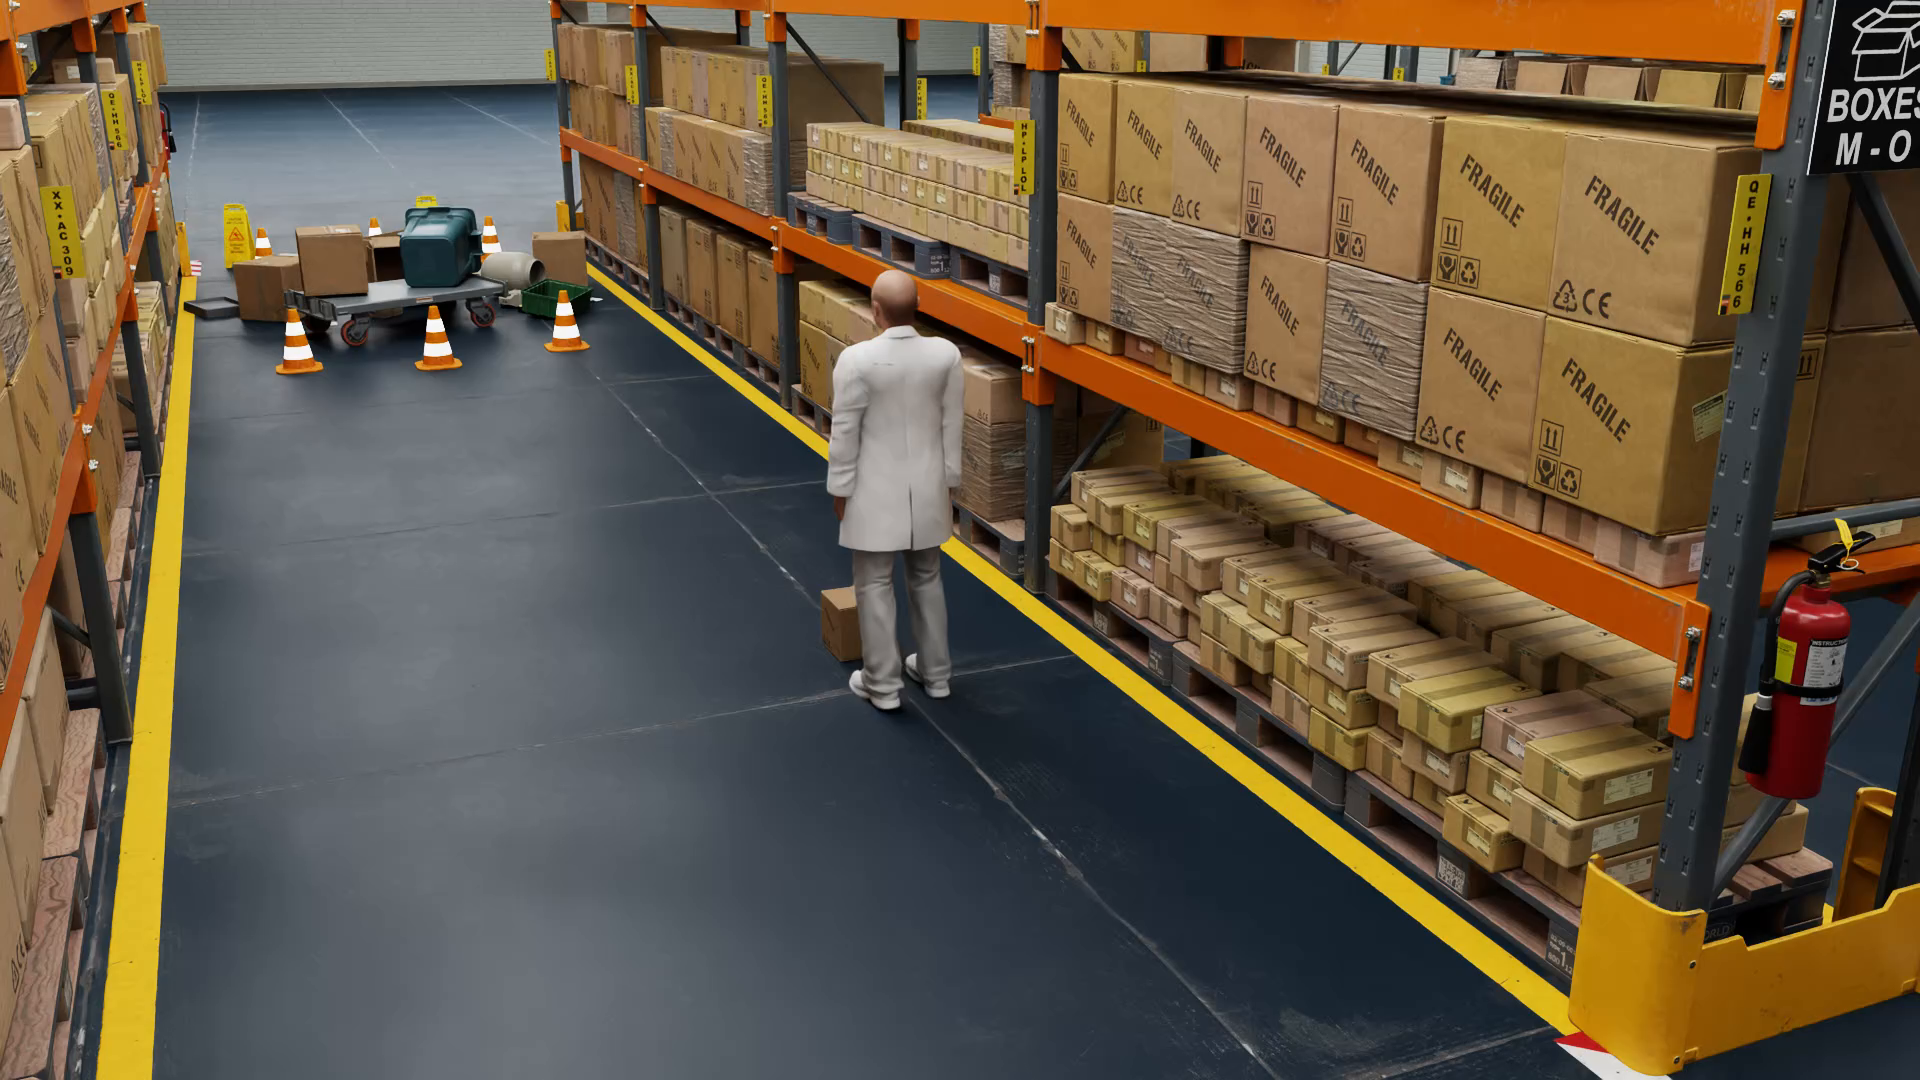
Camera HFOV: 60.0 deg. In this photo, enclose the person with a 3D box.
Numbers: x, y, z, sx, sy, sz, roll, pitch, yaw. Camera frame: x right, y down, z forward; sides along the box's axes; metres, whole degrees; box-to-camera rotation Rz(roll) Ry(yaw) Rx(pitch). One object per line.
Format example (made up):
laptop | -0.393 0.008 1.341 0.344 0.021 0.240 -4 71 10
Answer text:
person | -0.269 -0.204 6.706 0.560 1.781 0.418 -7 20 -21
